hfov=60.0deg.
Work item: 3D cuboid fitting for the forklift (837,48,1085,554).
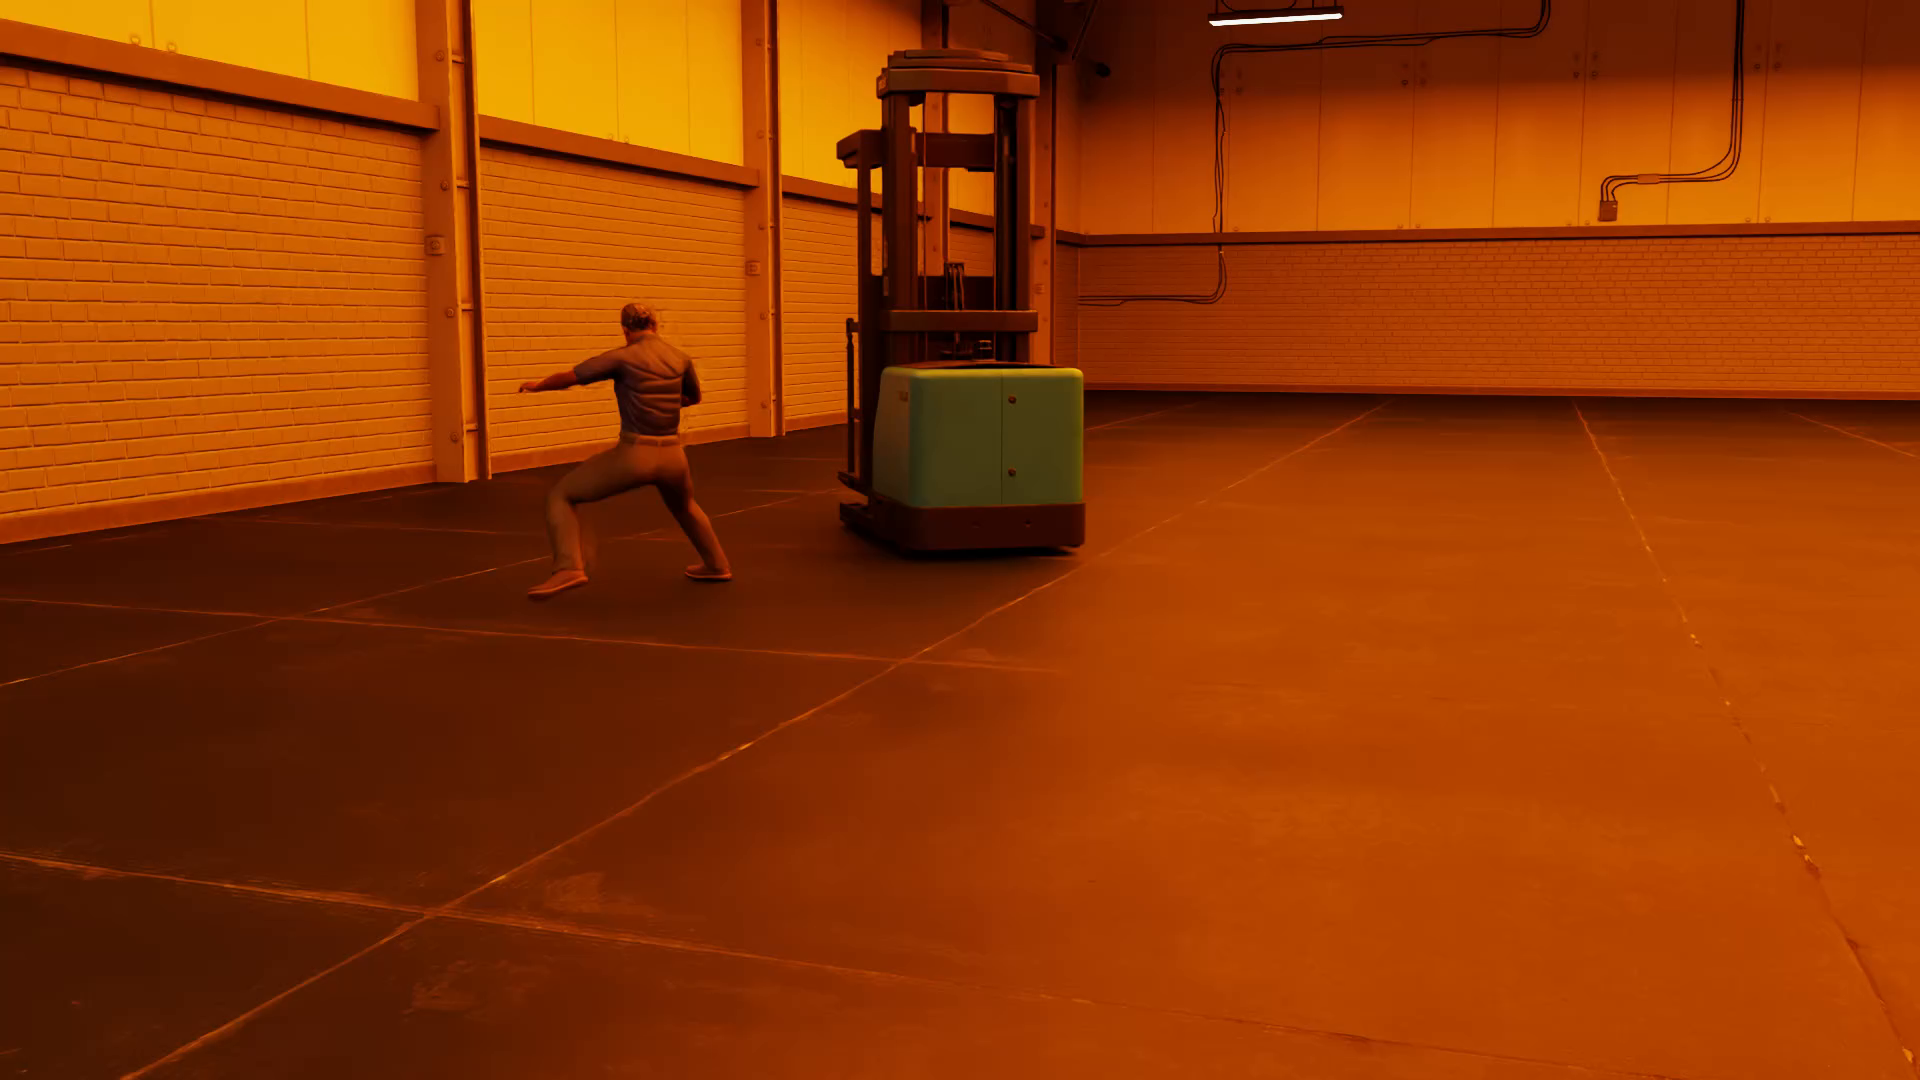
[{"bbox_3d":[-0.165,-1.525,10.636,1.130,2.935,3.031,-2,8,-15],"label":"forklift"}]

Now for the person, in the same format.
[{"bbox_3d":[-1.645,-0.449,8.191,1.194,1.426,0.617,-5,9,-35],"label":"person"}]
